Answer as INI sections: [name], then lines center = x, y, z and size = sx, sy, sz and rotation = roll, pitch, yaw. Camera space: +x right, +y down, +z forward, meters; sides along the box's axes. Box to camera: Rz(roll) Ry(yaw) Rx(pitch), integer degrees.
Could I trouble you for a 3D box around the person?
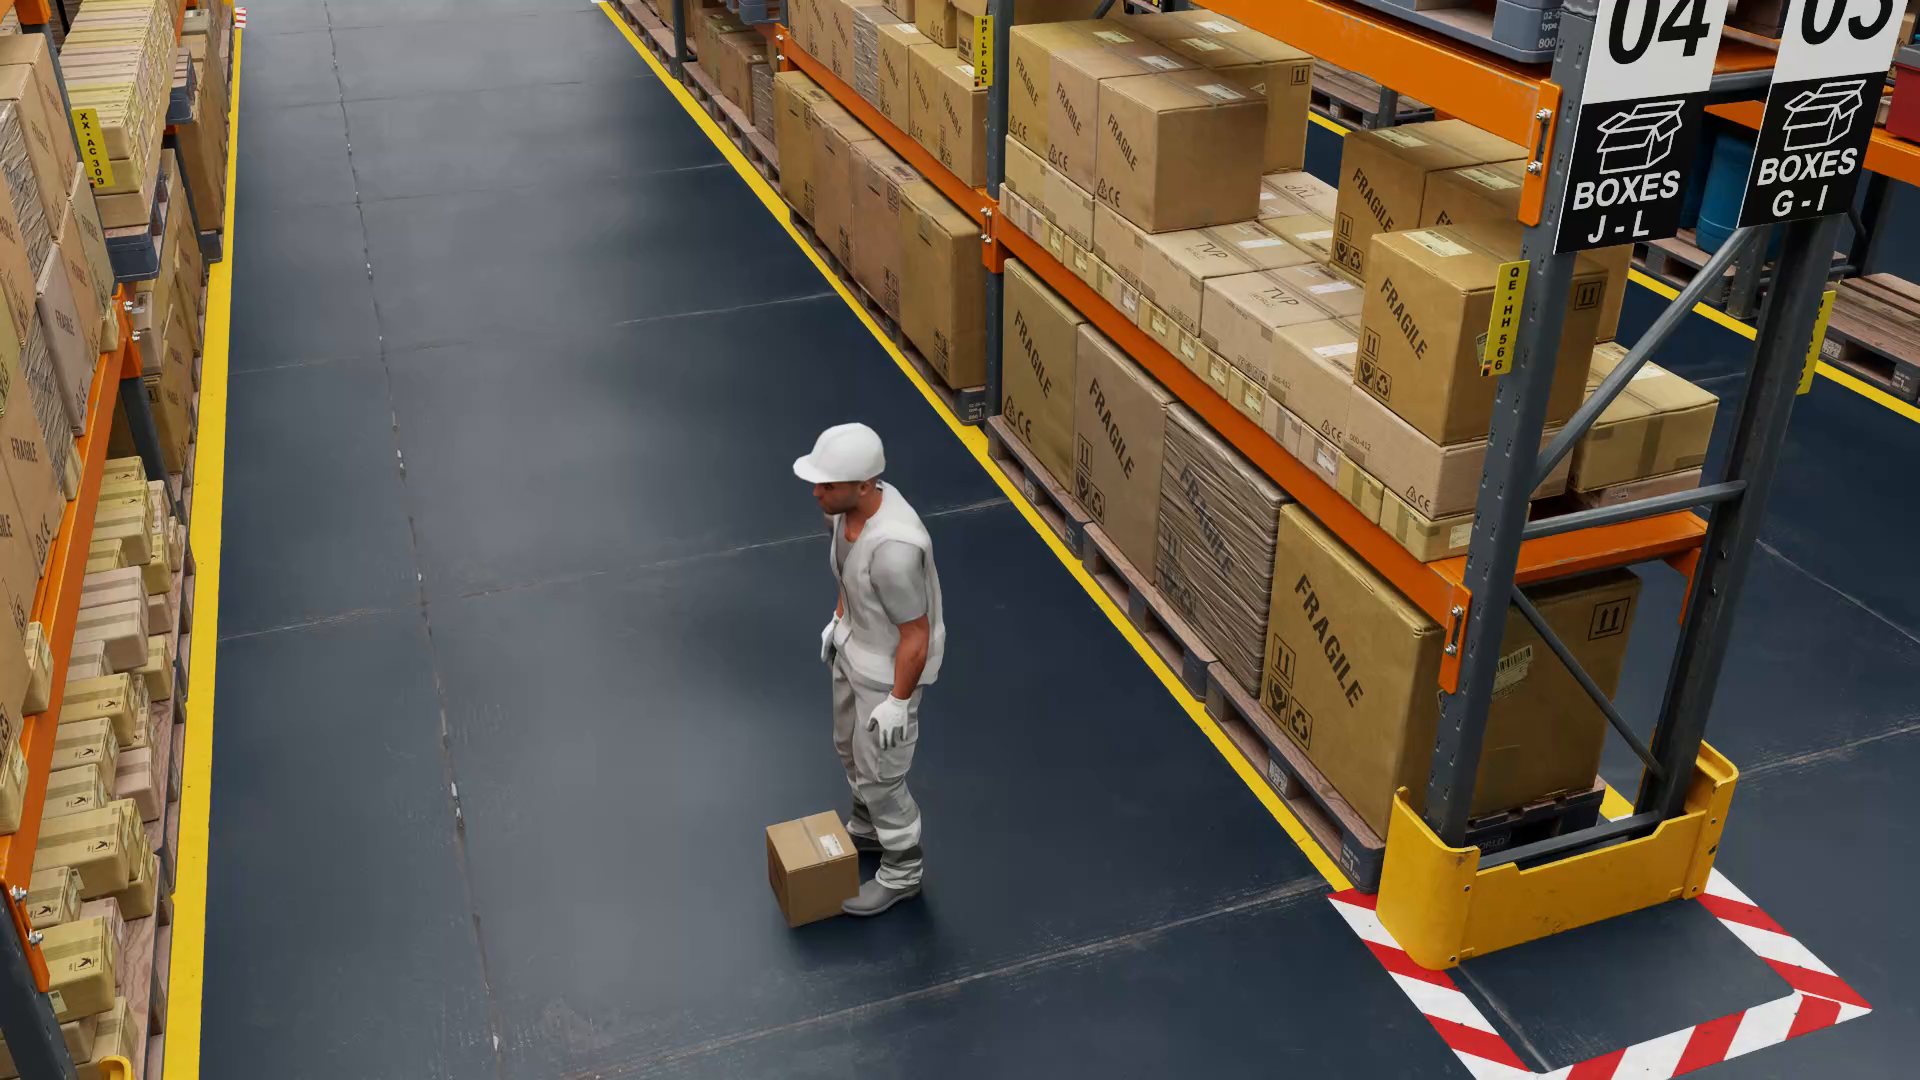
[person]
center = -0.293, 0.411, 5.389
size = 0.449, 1.778, 0.587
rotation = -12, 32, -19
